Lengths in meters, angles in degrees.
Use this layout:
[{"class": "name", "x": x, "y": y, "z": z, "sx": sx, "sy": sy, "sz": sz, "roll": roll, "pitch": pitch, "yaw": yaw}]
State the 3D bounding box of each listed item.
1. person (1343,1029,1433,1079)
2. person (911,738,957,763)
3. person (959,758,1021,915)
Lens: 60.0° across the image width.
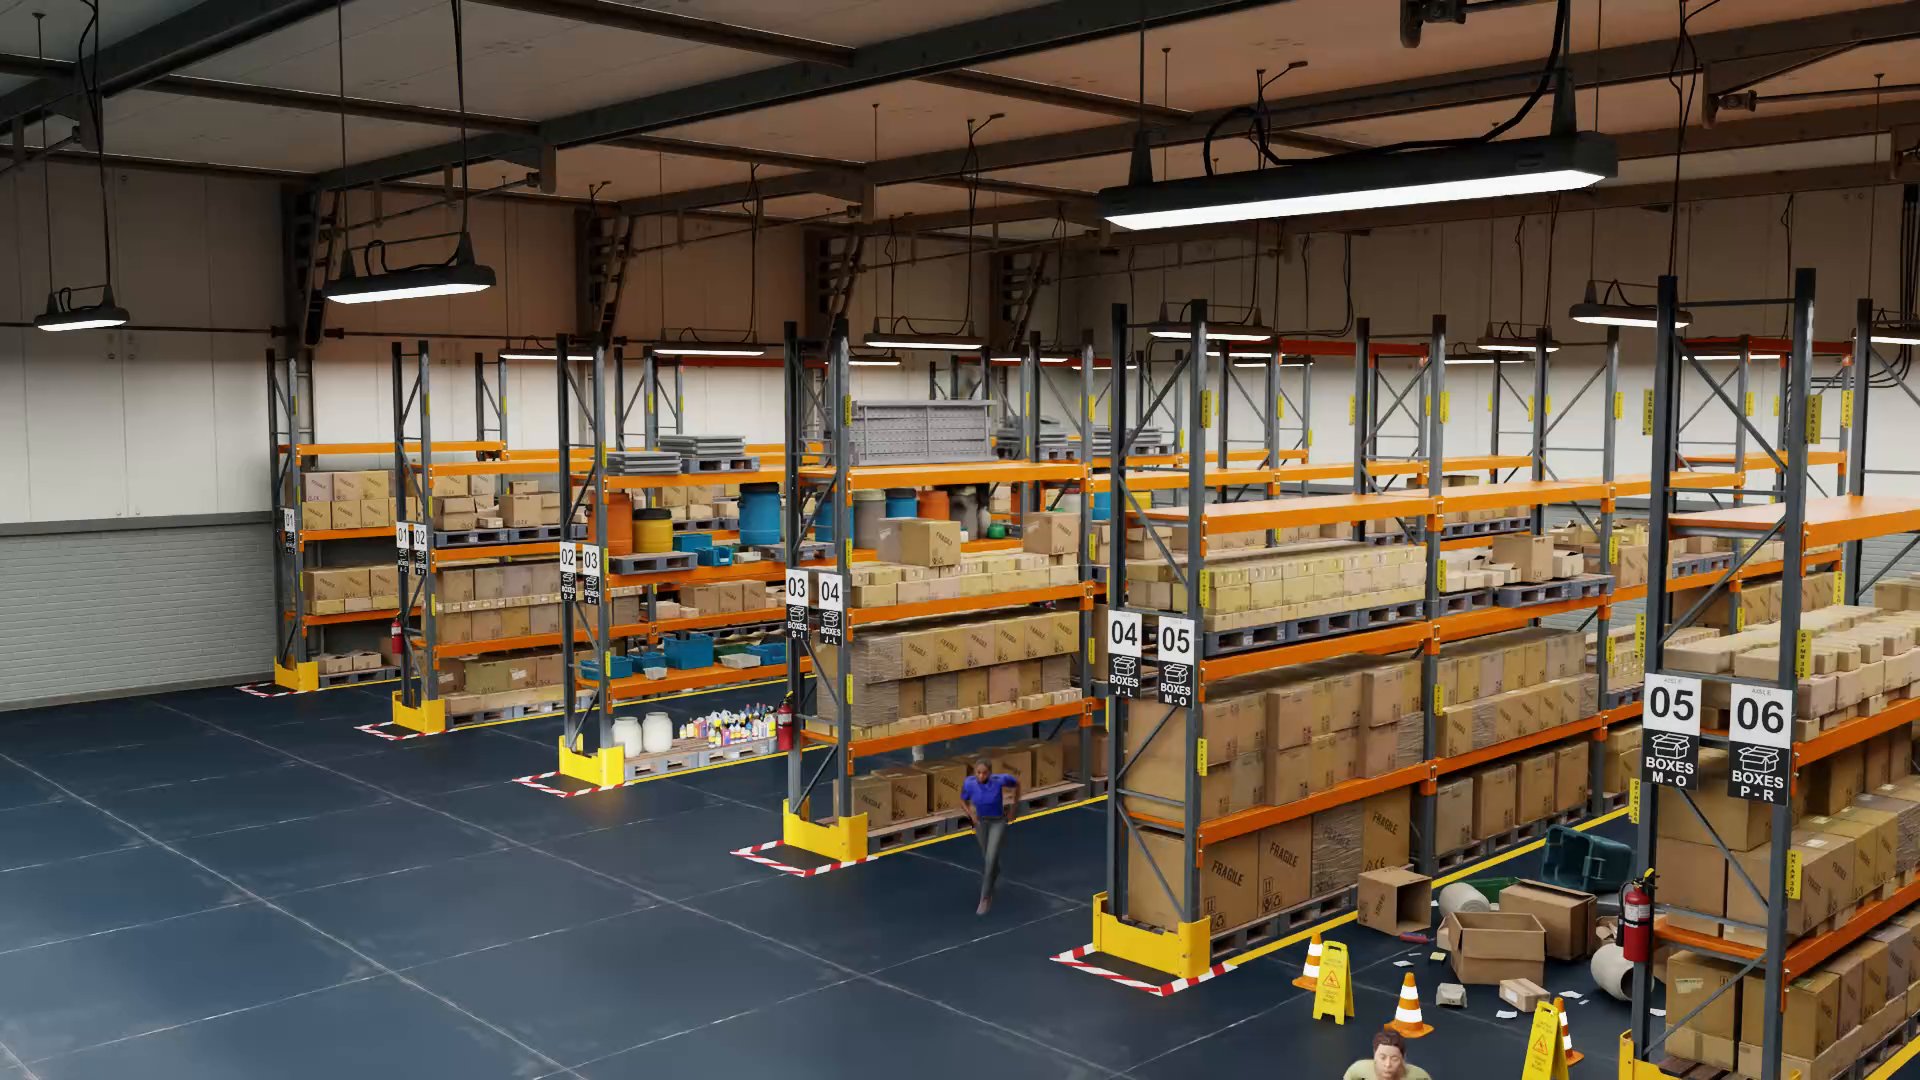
[{"class": "person", "x": 2.518, "y": 3.552, "z": 9.719, "sx": 0.577, "sy": 1.611, "sz": 0.802, "roll": 1, "pitch": 5, "yaw": 15}, {"class": "person", "x": -0.421, "y": 2.325, "z": 23.159, "sx": 0.665, "sy": 1.774, "sz": 0.935, "roll": 5, "pitch": 7, "yaw": 43}, {"class": "person", "x": 0.326, "y": 2.940, "z": 16.986, "sx": 0.617, "sy": 1.615, "sz": 0.967, "roll": 1, "pitch": 5, "yaw": 10}]
